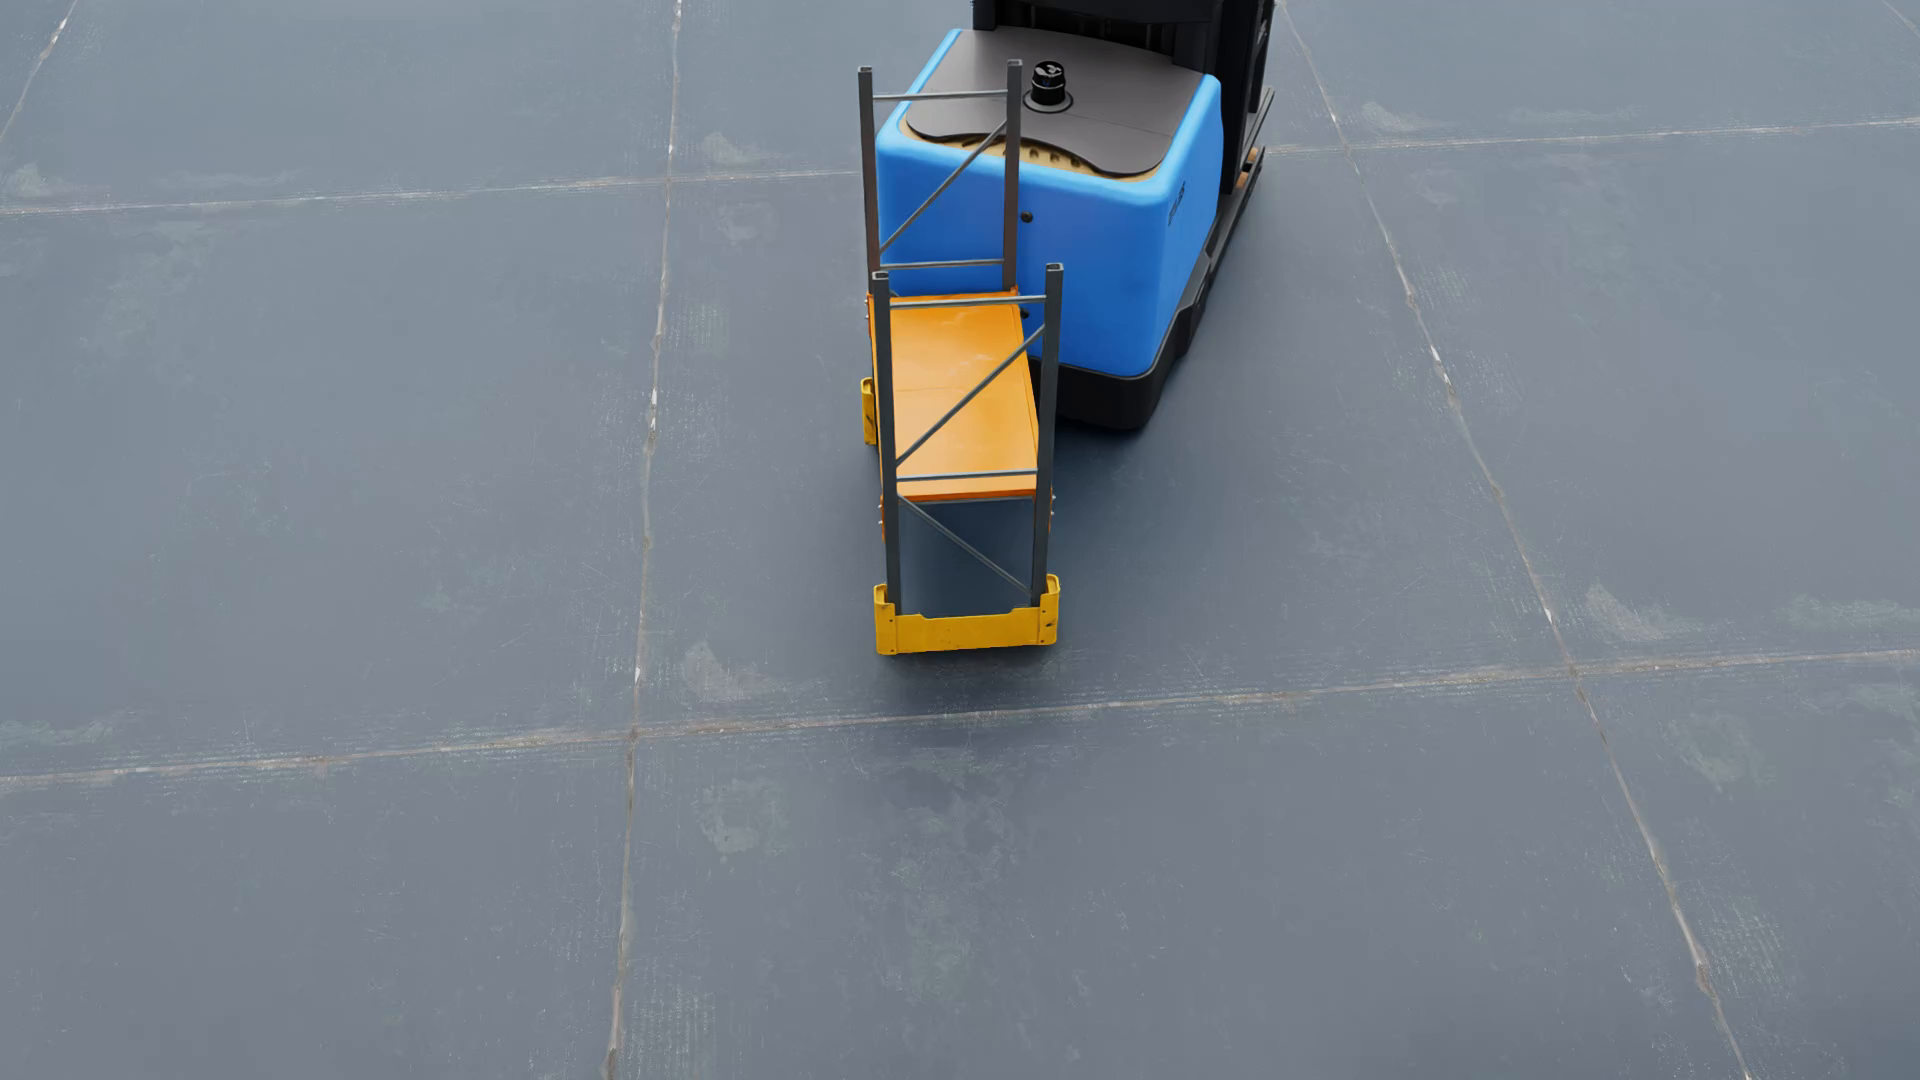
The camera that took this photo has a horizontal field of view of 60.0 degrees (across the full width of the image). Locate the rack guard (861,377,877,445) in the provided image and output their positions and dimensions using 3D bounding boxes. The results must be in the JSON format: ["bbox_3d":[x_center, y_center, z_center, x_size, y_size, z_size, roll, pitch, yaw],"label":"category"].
[{"bbox_3d":[-0.059,-0.480,6.032,0.587,0.250,0.087,-3,47,-3],"label":"rack guard"}]

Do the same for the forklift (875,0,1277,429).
[{"bbox_3d":[0.675,-2.501,6.100,1.130,2.935,3.031,15,48,13],"label":"forklift"}]

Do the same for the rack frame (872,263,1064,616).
[{"bbox_3d":[0.021,-0.188,4.895,0.500,1.500,0.032,-3,47,-3],"label":"rack frame"}]

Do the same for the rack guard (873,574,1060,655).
[{"bbox_3d":[0.021,0.241,5.350,0.587,0.250,0.087,-3,47,-3],"label":"rack guard"}]

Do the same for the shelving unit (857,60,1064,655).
[{"bbox_3d":[-0.019,-0.549,5.237,0.587,1.500,1.083,-3,47,-3],"label":"shelving unit"}]

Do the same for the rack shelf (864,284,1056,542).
[{"bbox_3d":[-0.020,-0.432,5.374,0.538,0.185,1.000,-3,47,-3],"label":"rack shelf"}]

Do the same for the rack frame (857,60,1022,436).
[{"bbox_3d":[-0.061,-0.924,5.592,0.500,1.500,0.032,-3,47,-3],"label":"rack frame"}]
